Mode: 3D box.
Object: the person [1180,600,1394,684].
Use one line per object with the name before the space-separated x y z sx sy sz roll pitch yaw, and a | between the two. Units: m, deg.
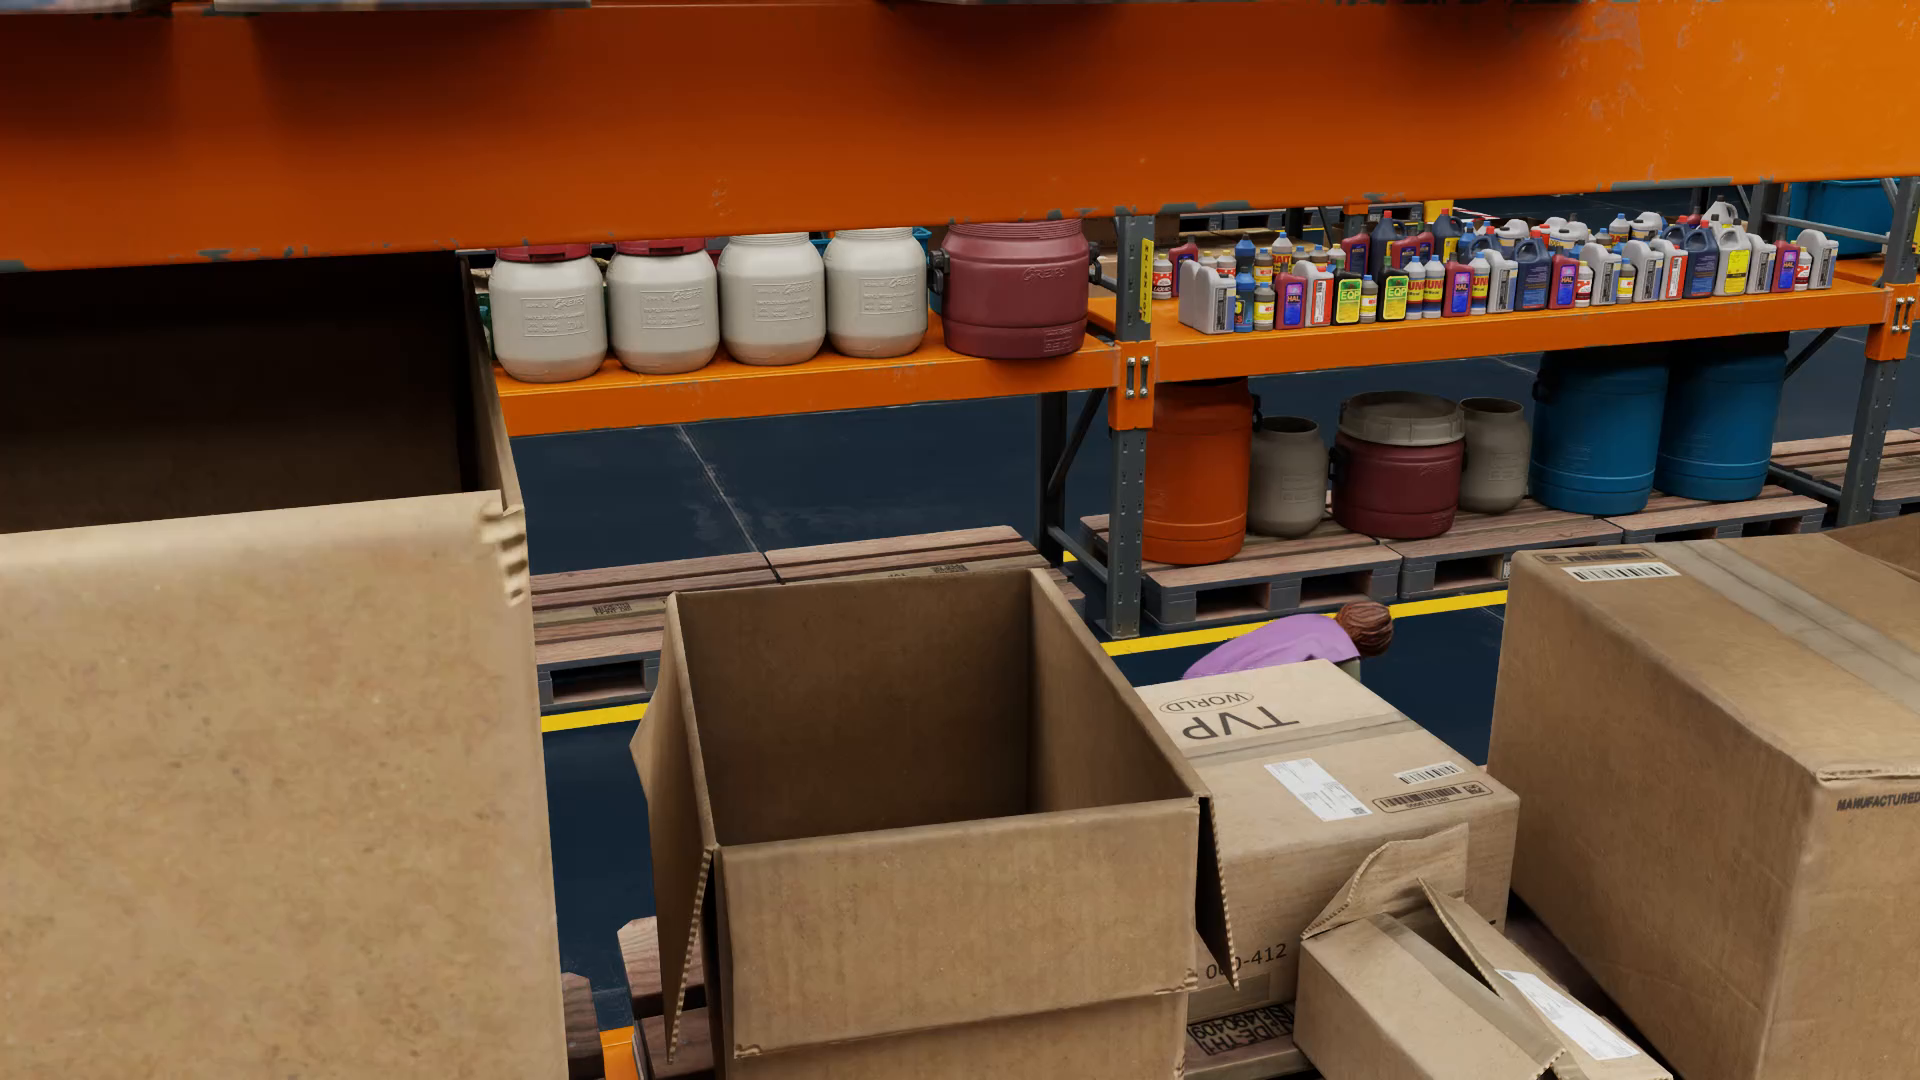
person | 1.135 0.614 5.798 0.843 0.745 0.431 -7 21 -18
